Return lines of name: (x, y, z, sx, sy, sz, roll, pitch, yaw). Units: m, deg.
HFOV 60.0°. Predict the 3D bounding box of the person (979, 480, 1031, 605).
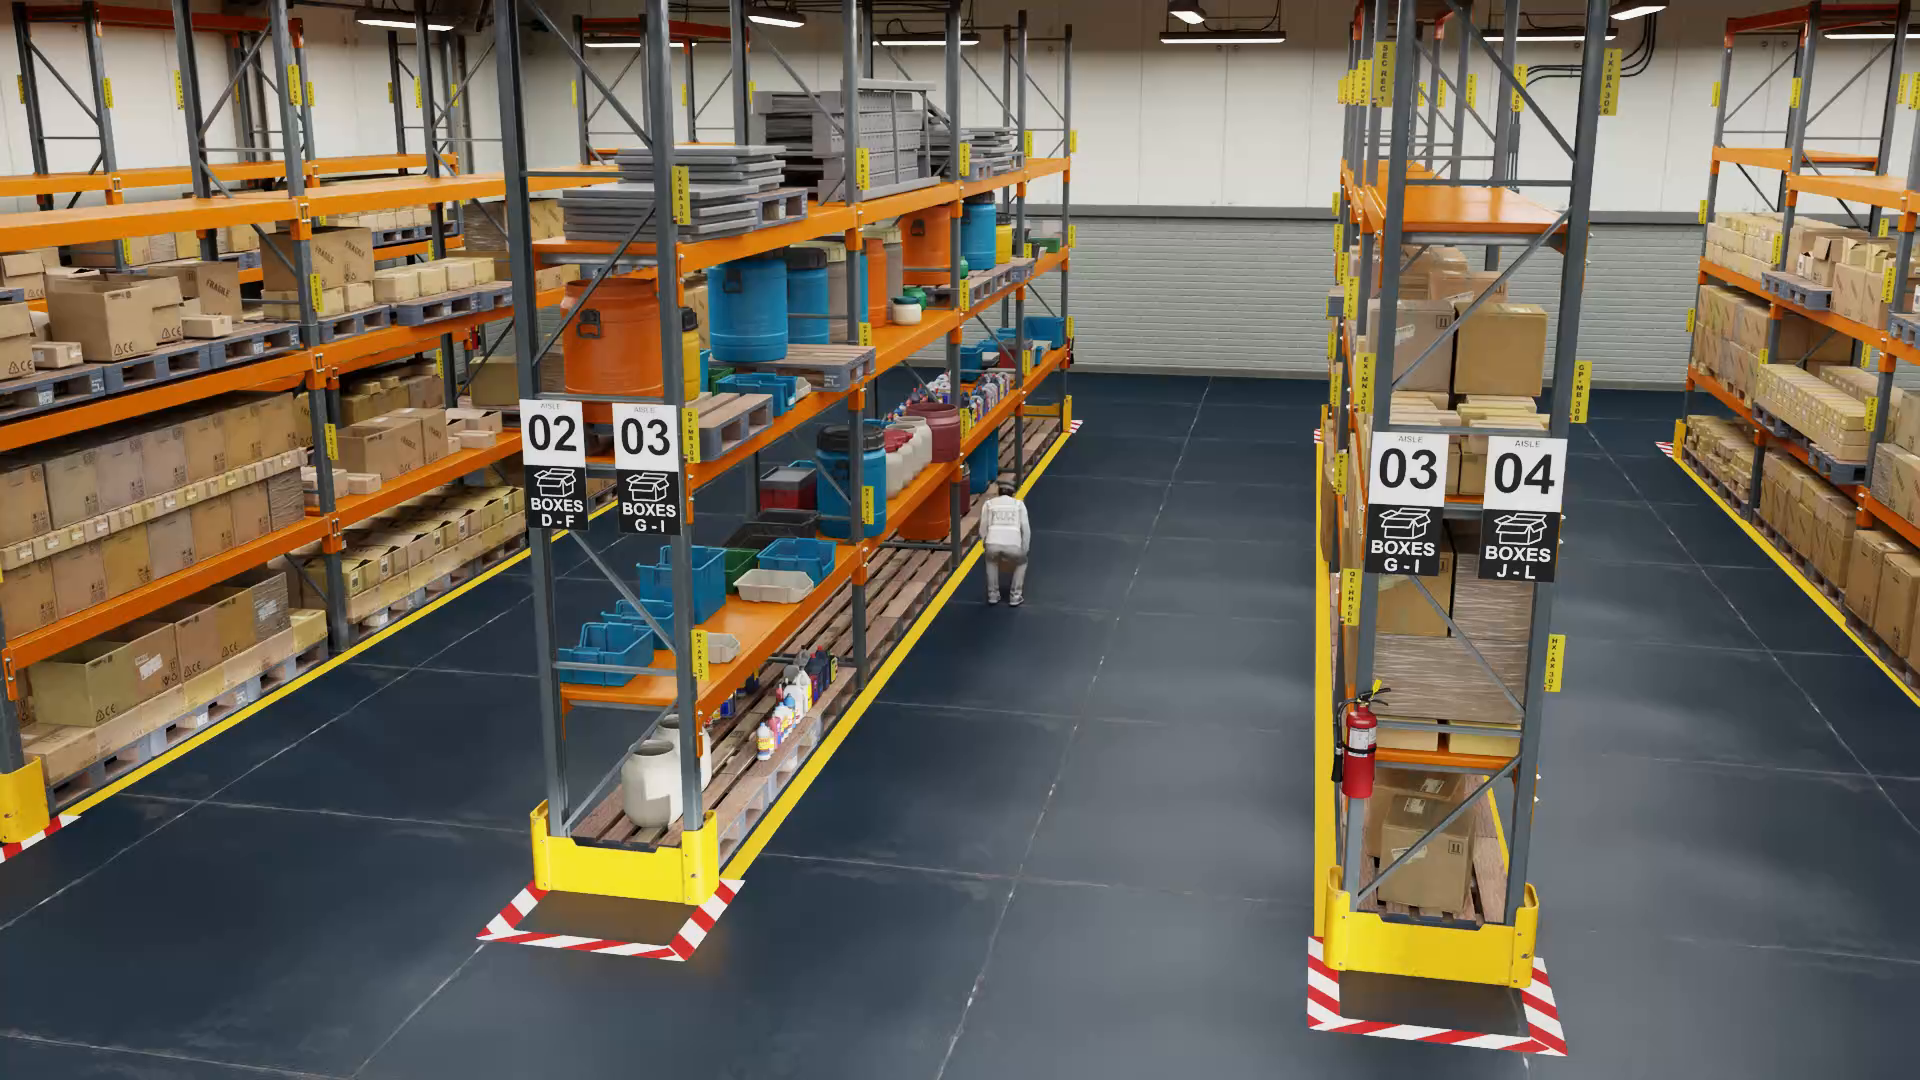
person: (0.434, 0.026, 16.809, 0.527, 1.213, 0.780, 3, 15, 11)
